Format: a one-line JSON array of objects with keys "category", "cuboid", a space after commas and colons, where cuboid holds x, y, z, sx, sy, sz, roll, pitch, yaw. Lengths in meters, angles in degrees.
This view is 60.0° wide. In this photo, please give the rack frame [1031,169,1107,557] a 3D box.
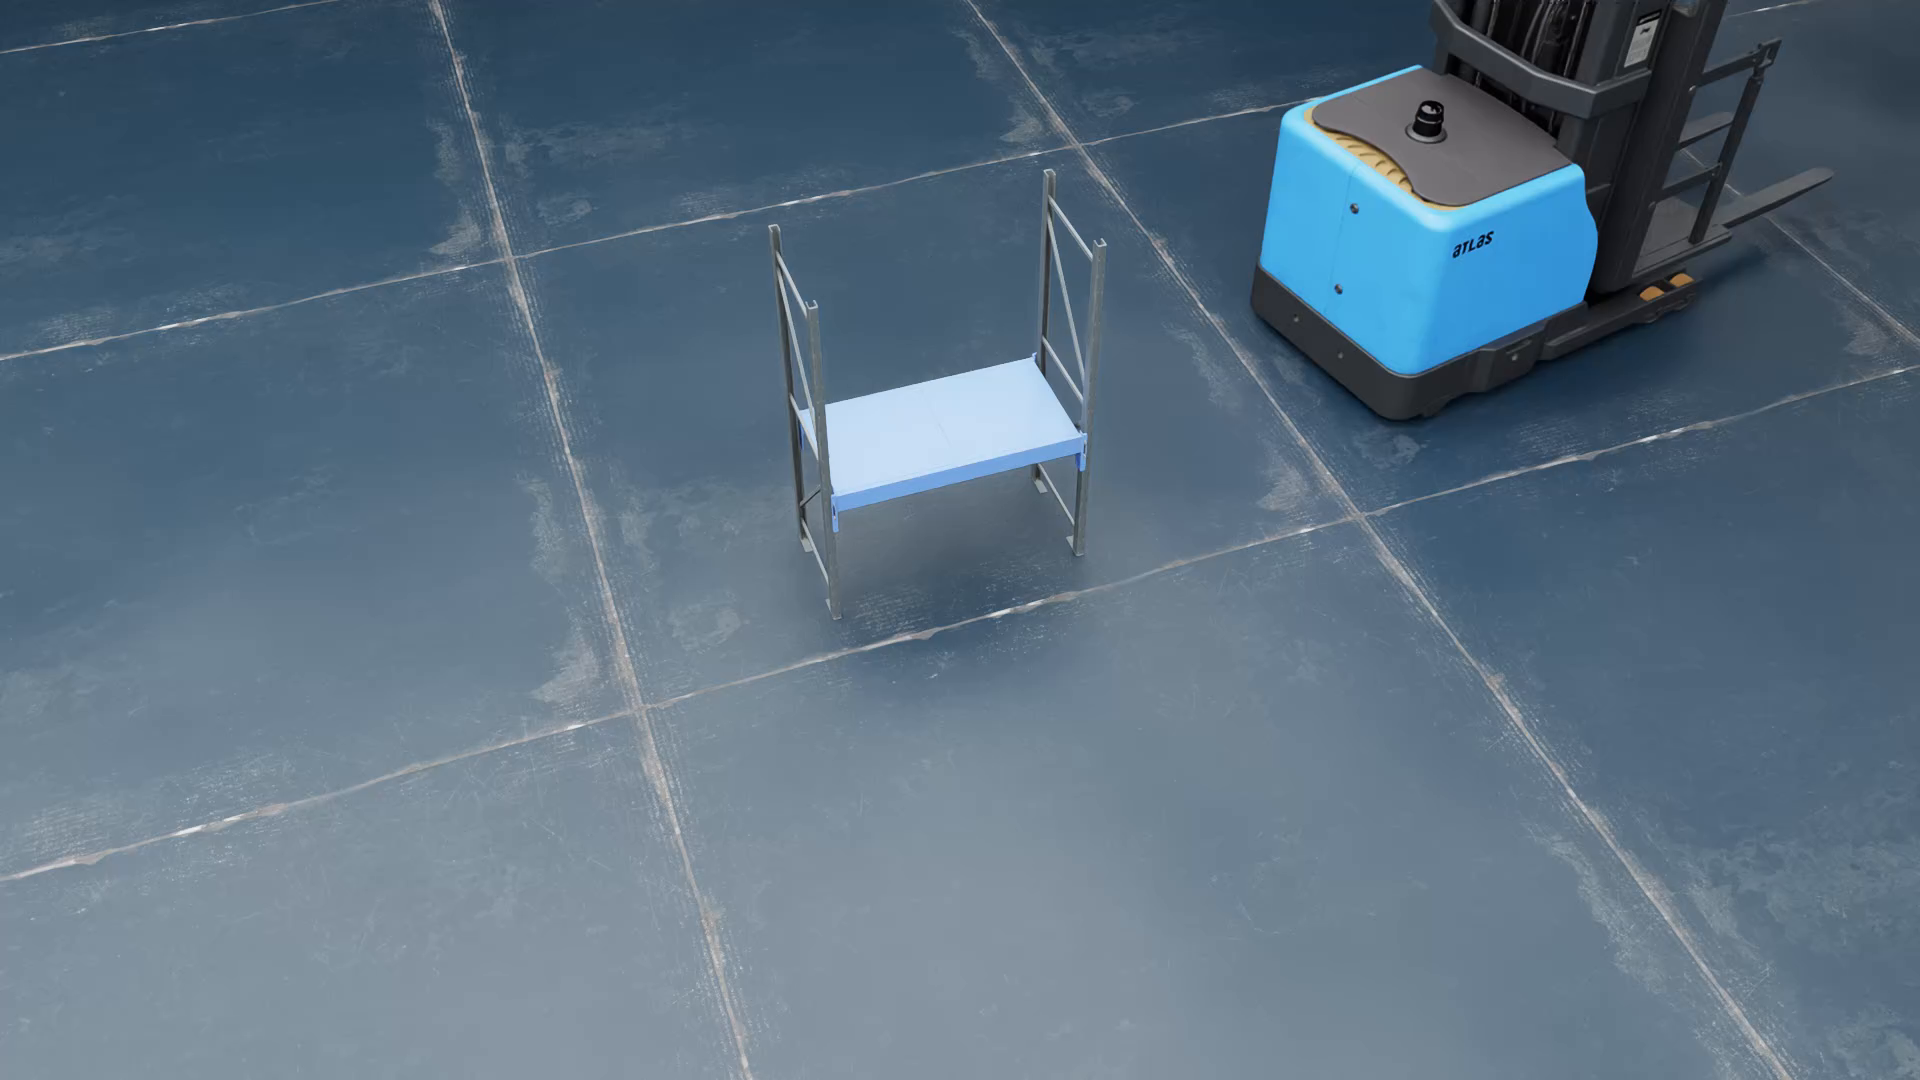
[{"category": "rack frame", "cuboid": [0.398, -0.631, 6.320, 0.032, 1.500, 0.500, -14, 47, -14]}]

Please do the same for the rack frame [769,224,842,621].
[{"category": "rack frame", "cuboid": [-0.558, -0.387, 6.076, 0.032, 1.500, 0.500, -14, 47, -14]}]

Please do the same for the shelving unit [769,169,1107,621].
[{"category": "shelving unit", "cuboid": [-0.080, -0.509, 6.198, 1.048, 1.500, 0.538, -14, 47, -14]}]

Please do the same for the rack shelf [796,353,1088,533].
[{"category": "rack shelf", "cuboid": [-0.080, -0.382, 6.326, 1.000, 0.185, 0.538, -14, 47, -14]}]

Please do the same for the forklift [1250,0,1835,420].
[{"category": "forklift", "cuboid": [2.878, -2.346, 7.019, 3.031, 2.935, 1.130, -23, 50, -21]}]
